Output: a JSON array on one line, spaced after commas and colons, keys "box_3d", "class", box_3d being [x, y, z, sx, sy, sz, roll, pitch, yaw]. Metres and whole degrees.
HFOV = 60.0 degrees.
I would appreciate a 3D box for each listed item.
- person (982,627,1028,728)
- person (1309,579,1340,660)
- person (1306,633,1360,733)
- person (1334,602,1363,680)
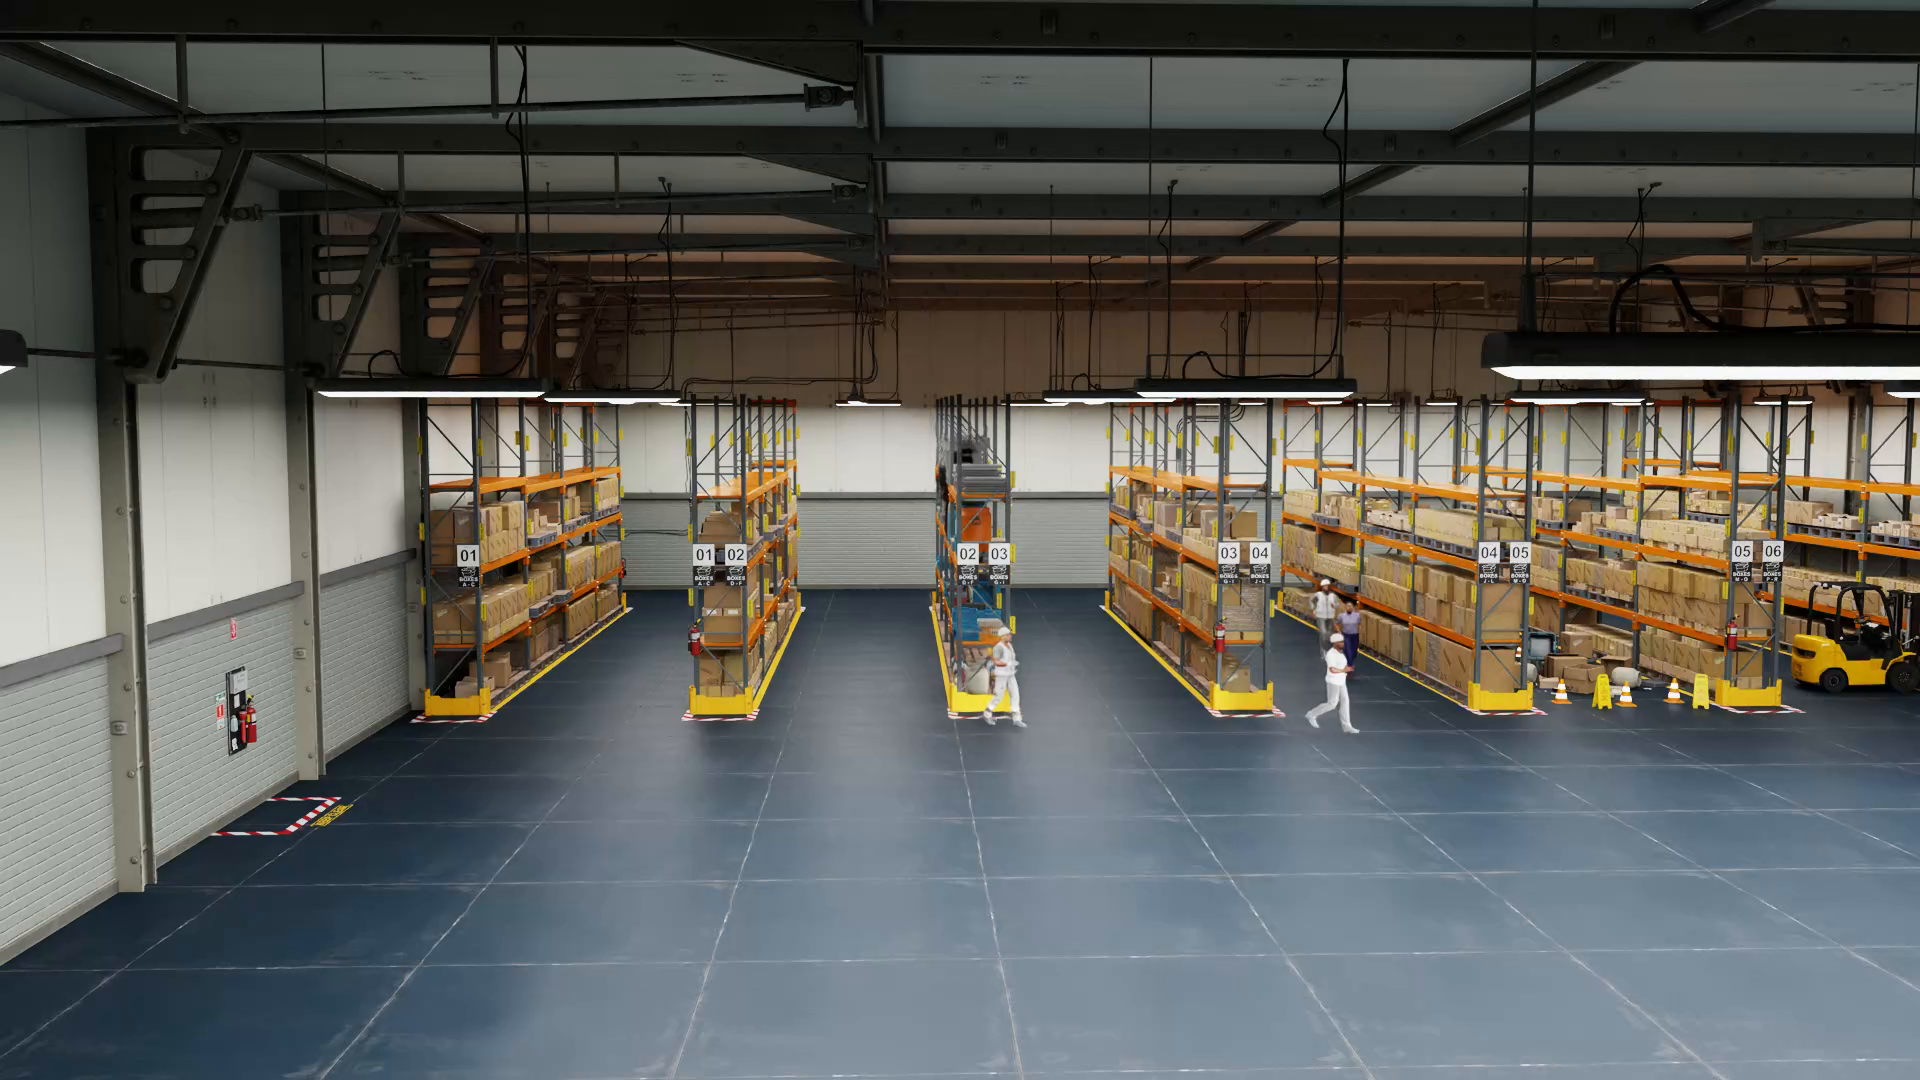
[{"box_3d": [0.808, 2.449, 29.786, 0.905, 1.784, 0.673, 3, 5, 35], "class": "person"}, {"box_3d": [8.407, 1.813, 38.322, 0.628, 1.822, 0.825, -1, 5, -7], "class": "person"}, {"box_3d": [6.593, 2.513, 29.311, 0.953, 1.747, 0.702, 3, 5, 29], "class": "person"}, {"box_3d": [8.307, 2.130, 35.489, 0.601, 1.648, 0.757, 0, 5, -5], "class": "person"}]
